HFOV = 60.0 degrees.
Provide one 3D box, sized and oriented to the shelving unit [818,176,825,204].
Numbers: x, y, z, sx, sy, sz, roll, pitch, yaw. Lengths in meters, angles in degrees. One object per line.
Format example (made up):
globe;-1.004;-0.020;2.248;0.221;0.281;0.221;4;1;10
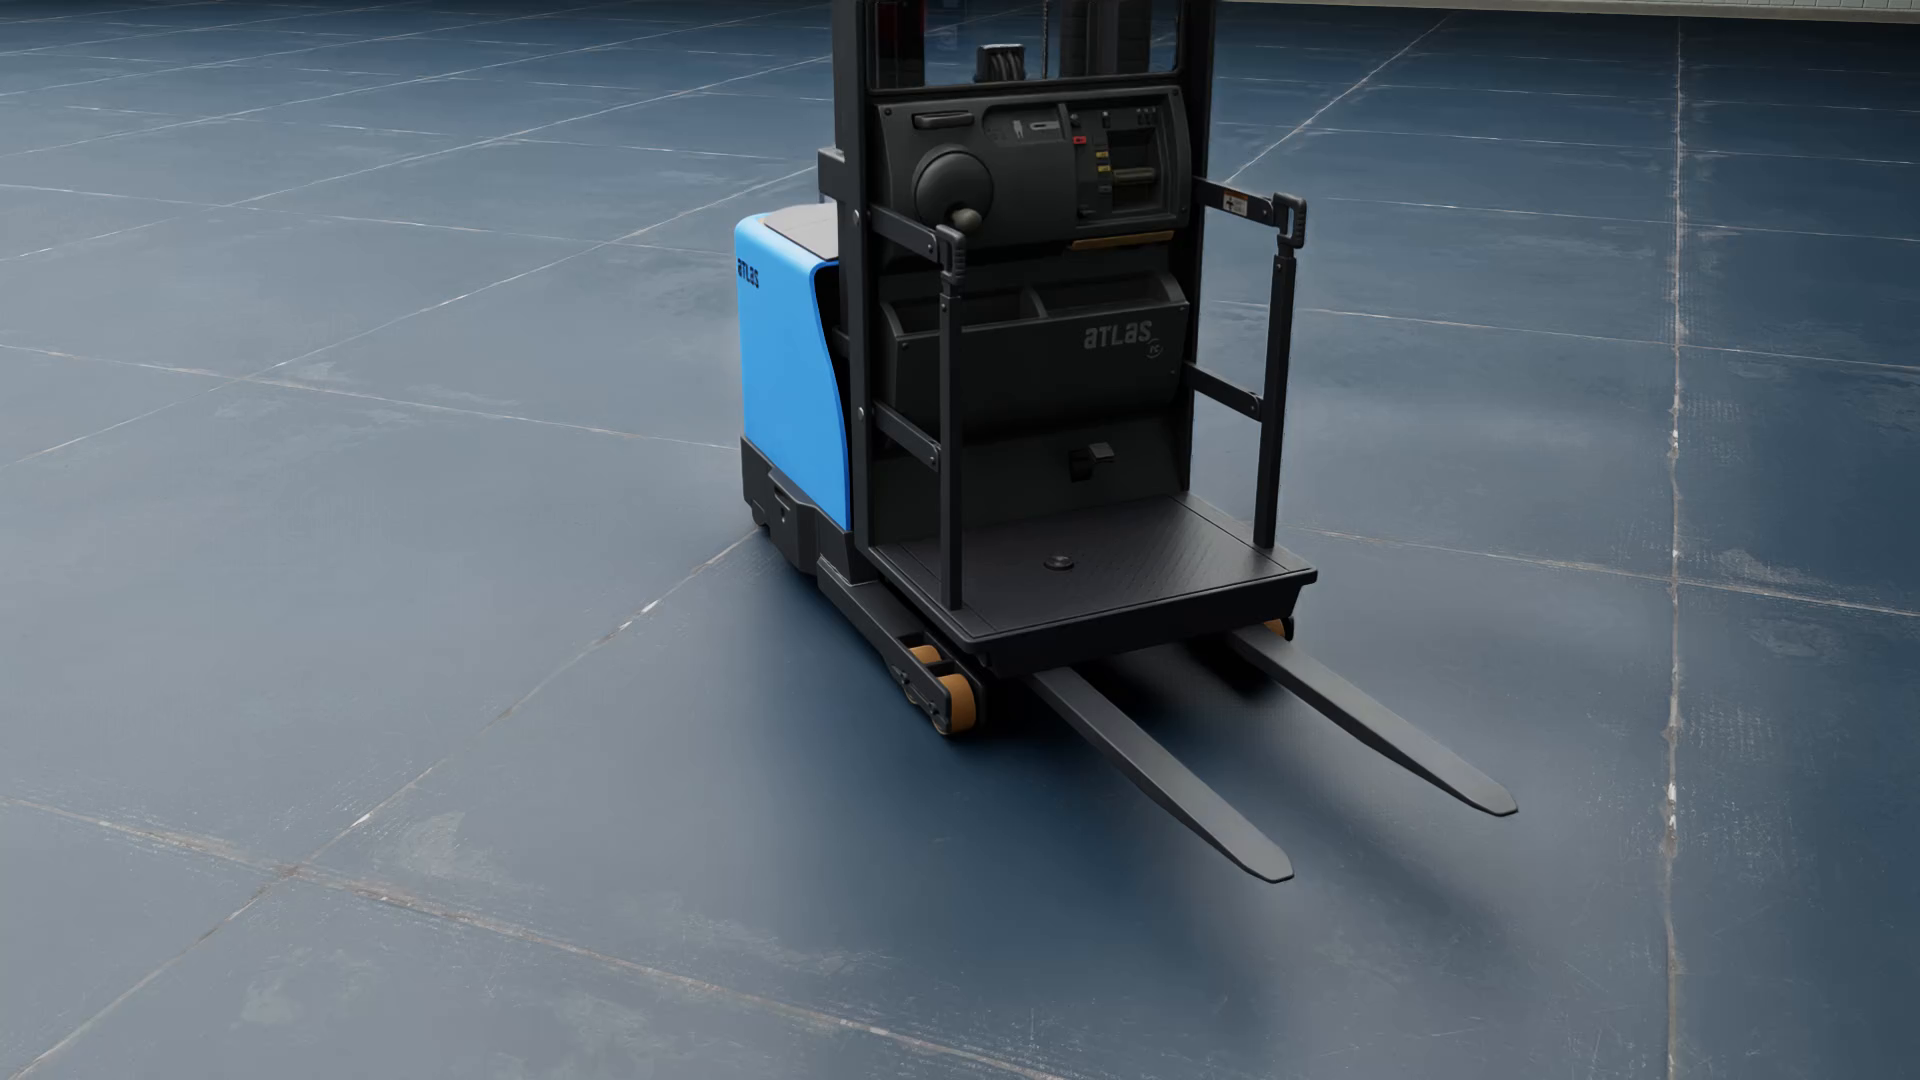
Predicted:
shelving unit;-0.355;-0.785;6.072;0.258;1.200;0.189;-10;25;-23

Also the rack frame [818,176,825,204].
rack frame;-0.393;-0.817;6.149;0.240;1.200;0.006;-10;25;-23

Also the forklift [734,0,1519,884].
forklift;0.312;-1.017;4.381;1.130;2.935;3.031;-10;25;-23
